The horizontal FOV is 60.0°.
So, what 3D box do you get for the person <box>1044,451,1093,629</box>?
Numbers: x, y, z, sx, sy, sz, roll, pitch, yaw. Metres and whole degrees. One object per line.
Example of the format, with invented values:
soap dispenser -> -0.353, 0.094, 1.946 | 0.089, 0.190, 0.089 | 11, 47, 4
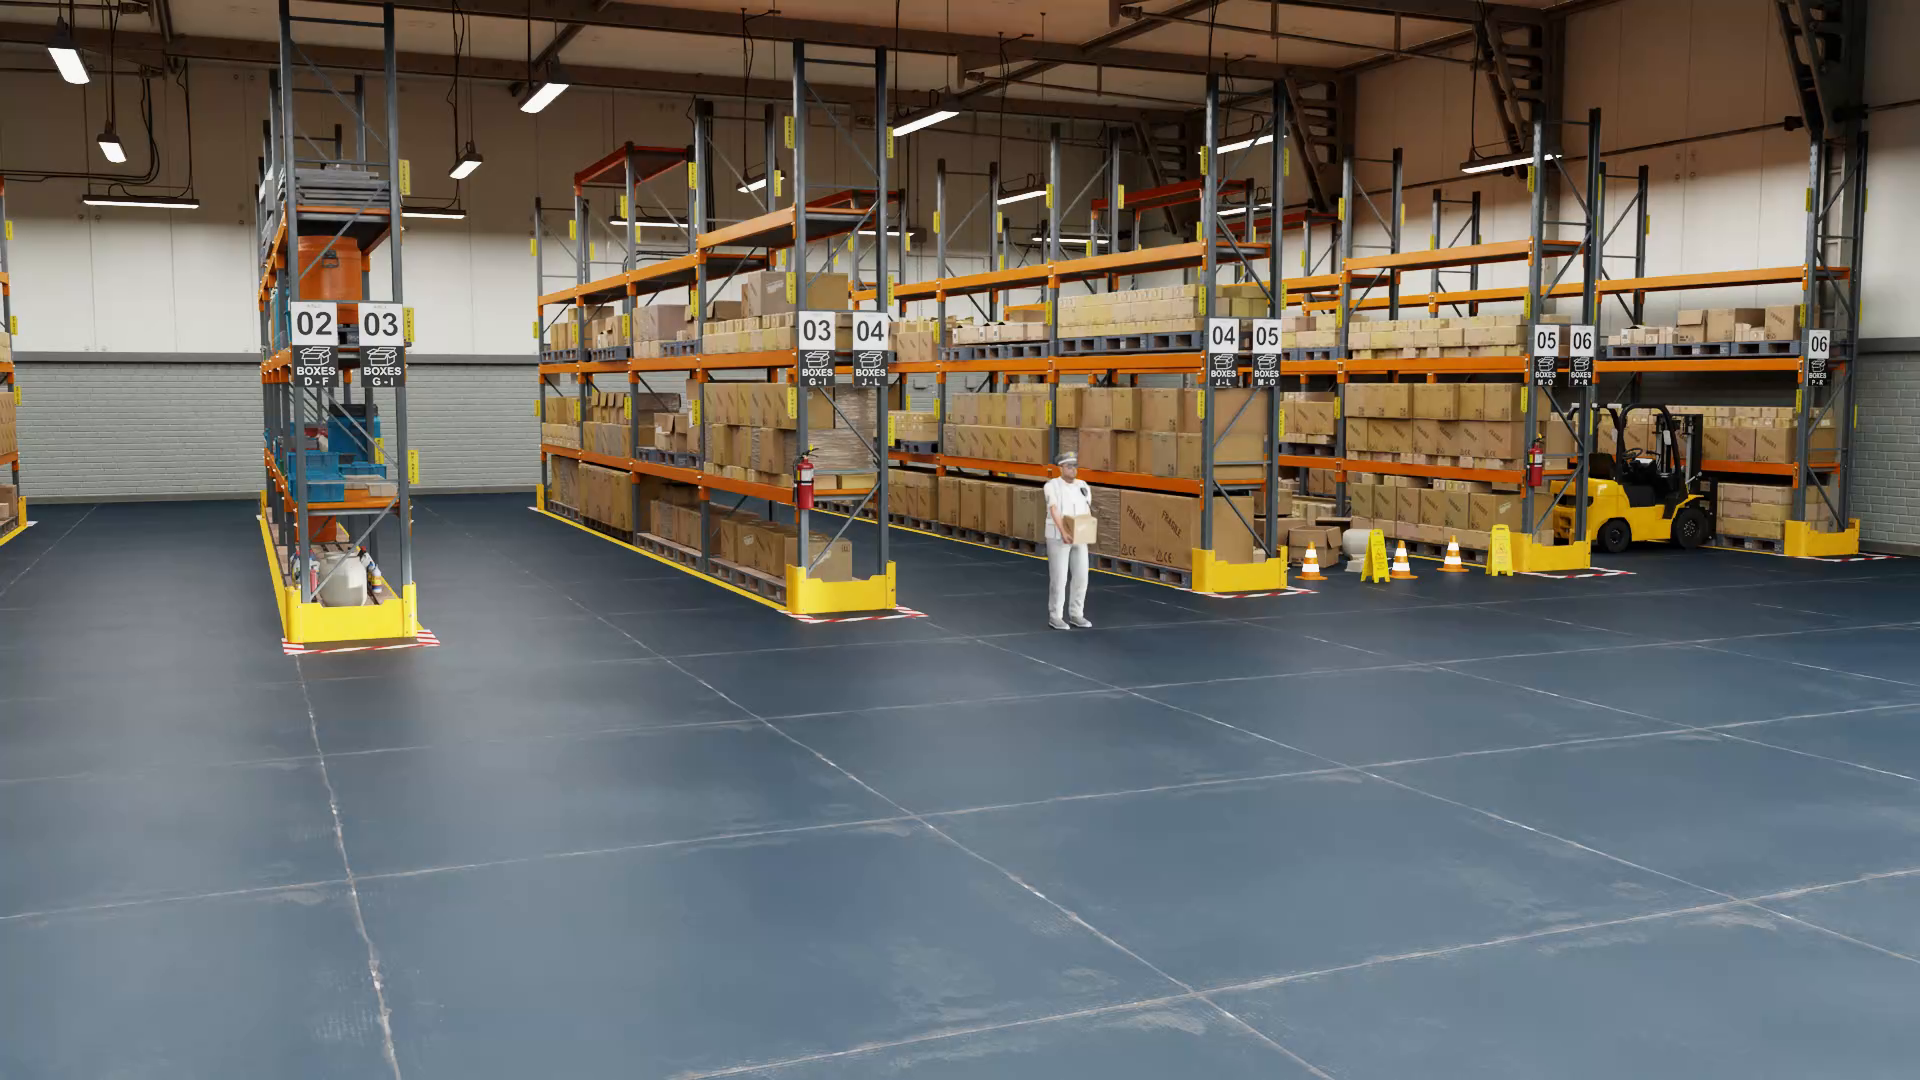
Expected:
person -> 1.123, -0.001, 16.649 | 0.492, 1.770, 0.565 | -2, 6, -23
